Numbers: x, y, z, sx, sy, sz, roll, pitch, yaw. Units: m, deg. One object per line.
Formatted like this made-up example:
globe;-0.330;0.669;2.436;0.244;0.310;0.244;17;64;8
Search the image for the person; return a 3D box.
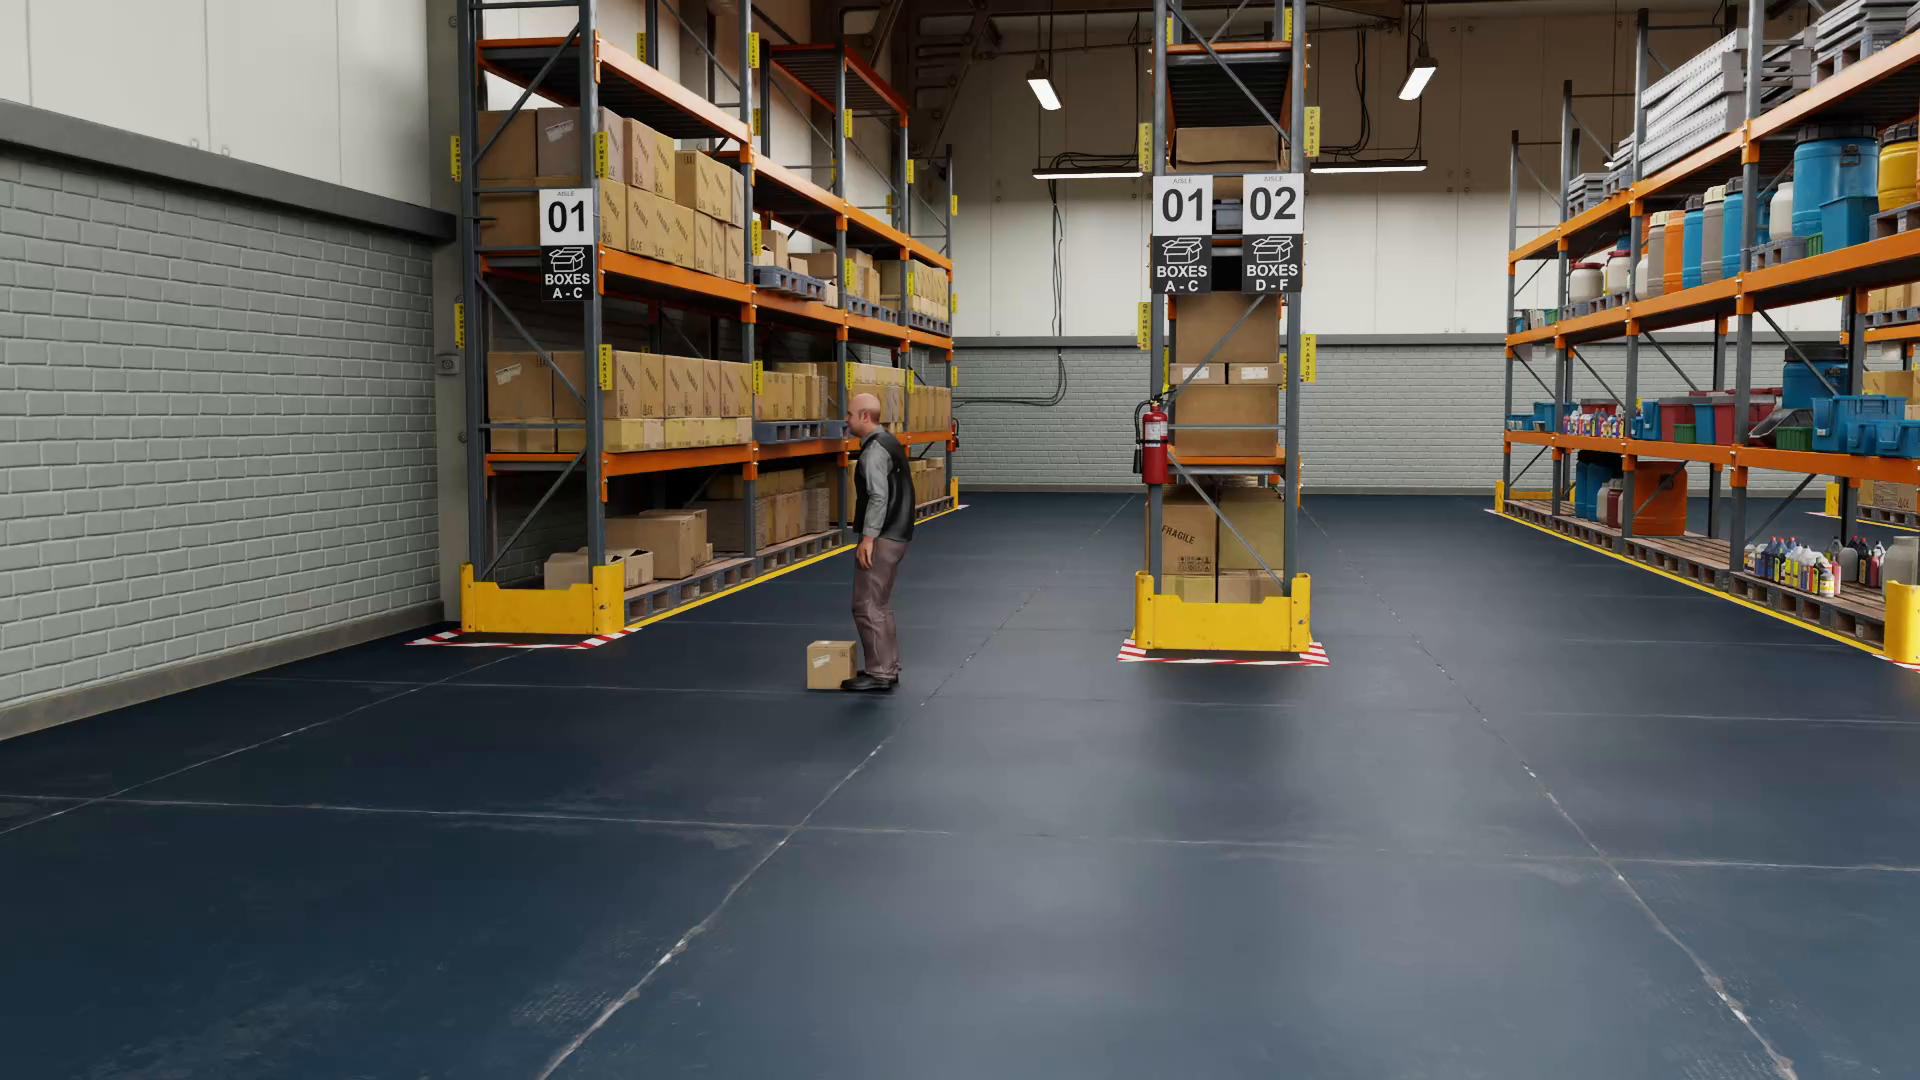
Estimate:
person;-0.473;0.007;9.708;0.423;1.720;0.586;0;4;5
